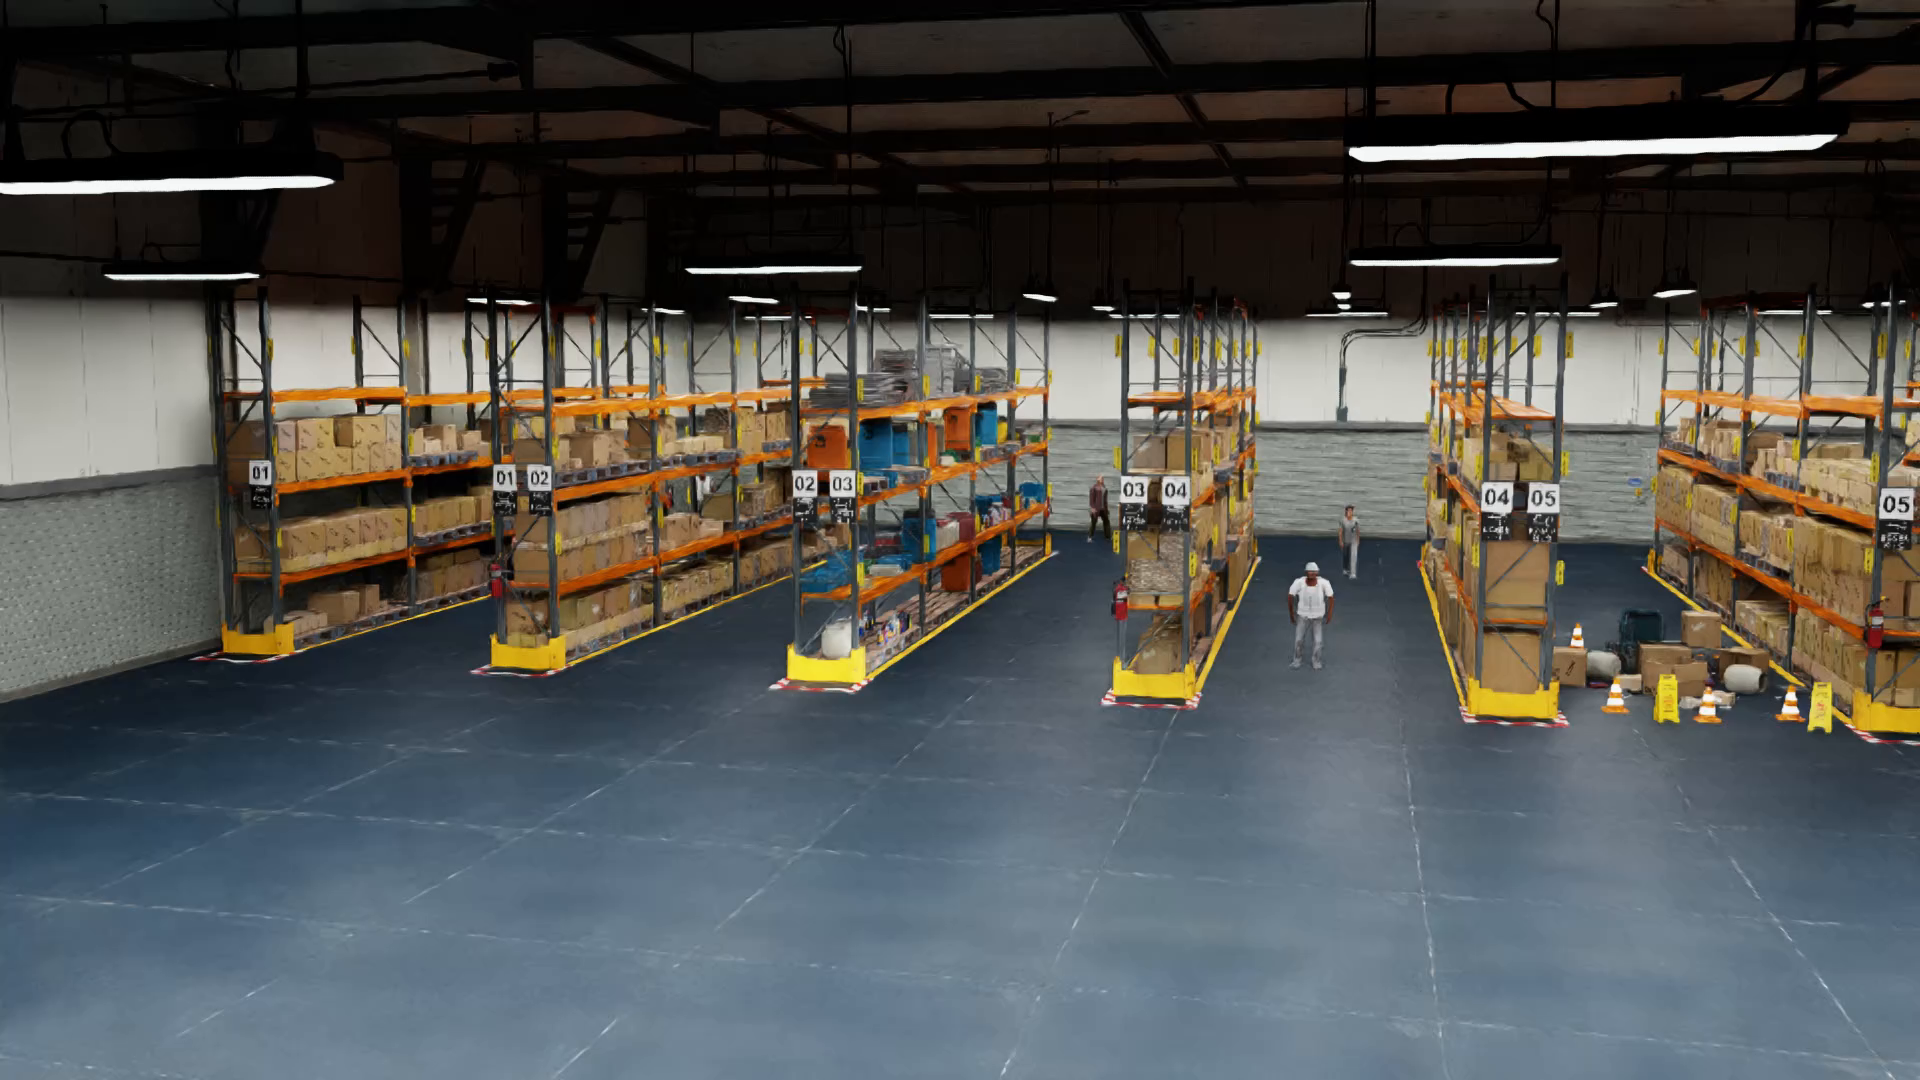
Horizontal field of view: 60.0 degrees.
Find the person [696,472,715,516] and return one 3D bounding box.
[{"bbox_3d":[-7.163,-1.185,46.348,0.688,1.722,0.777,-1,7,-8],"label":"person"}]

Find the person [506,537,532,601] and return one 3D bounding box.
[{"bbox_3d":[-7.843,0.777,29.628,0.553,1.669,1.015,1,7,12],"label":"person"}]

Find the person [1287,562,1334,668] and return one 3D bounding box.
[{"bbox_3d":[5.472,1.177,26.008,0.708,1.714,0.575,1,7,12],"label":"person"}]

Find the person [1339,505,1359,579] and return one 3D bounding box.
[{"bbox_3d":[8.513,0.016,36.421,0.446,1.590,1.110,2,7,15],"label":"person"}]

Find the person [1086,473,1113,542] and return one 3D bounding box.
[{"bbox_3d":[3.653,-0.848,43.142,0.775,1.771,0.615,-5,8,-36],"label":"person"}]
